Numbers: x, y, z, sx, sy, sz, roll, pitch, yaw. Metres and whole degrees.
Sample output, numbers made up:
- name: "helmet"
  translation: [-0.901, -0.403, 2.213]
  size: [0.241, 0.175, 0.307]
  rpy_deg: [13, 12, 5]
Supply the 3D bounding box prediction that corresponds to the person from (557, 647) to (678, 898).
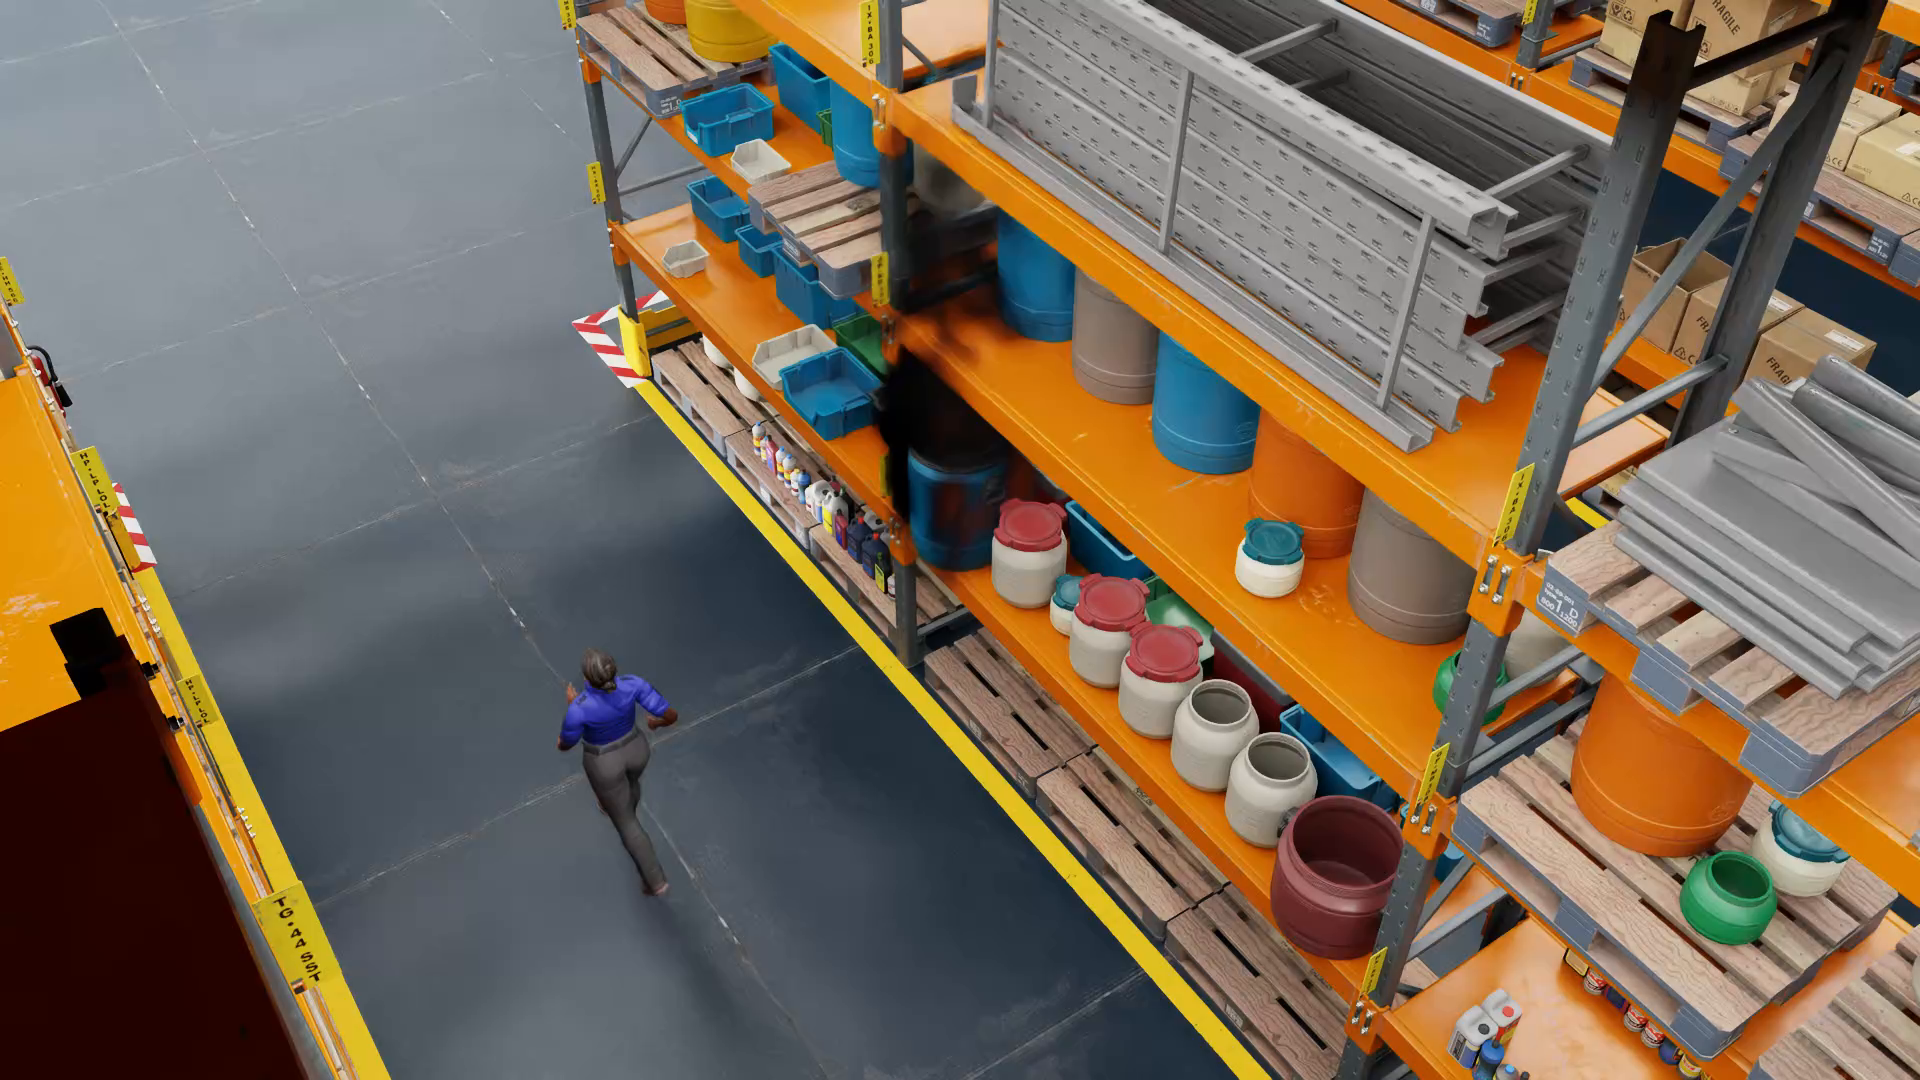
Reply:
- name: "person"
  translation: [-1.831, 1.161, 8.853]
  size: [0.579, 1.696, 0.860]
  rpy_deg: [-30, 50, -28]
